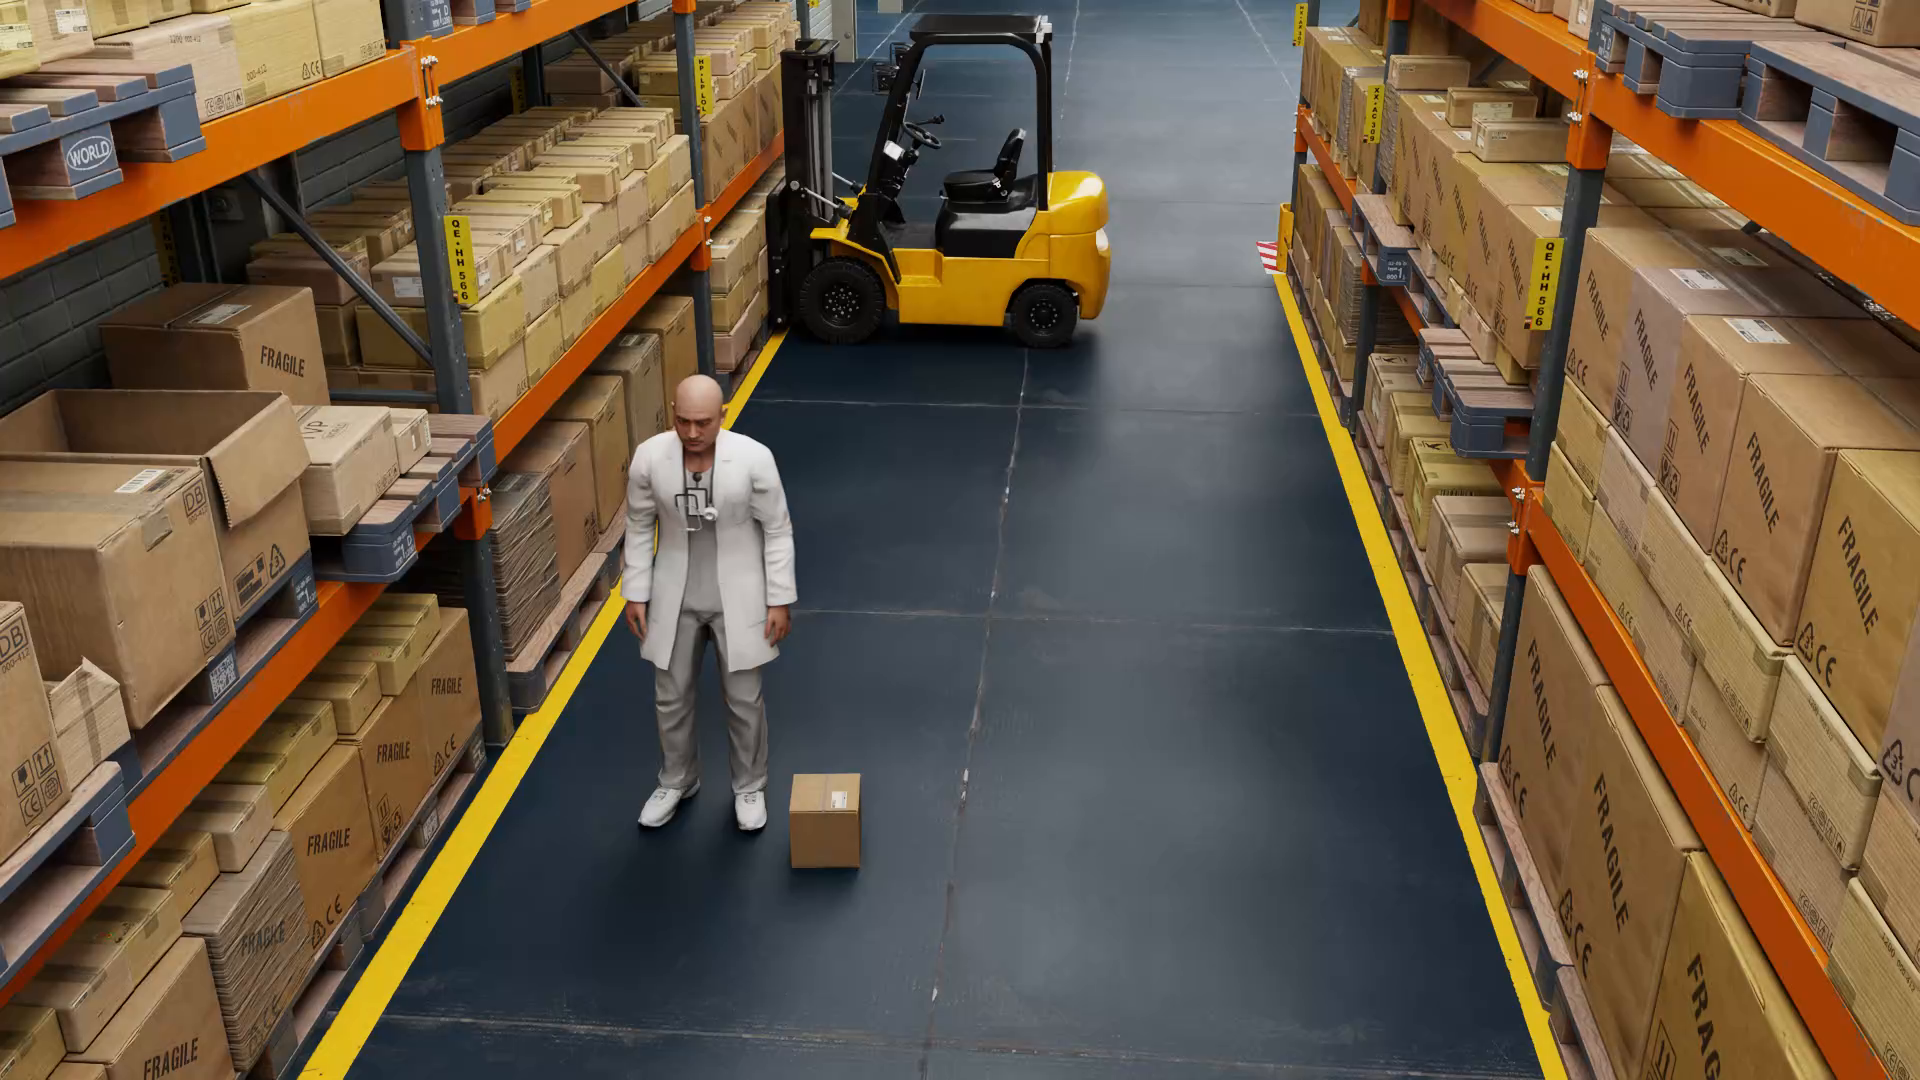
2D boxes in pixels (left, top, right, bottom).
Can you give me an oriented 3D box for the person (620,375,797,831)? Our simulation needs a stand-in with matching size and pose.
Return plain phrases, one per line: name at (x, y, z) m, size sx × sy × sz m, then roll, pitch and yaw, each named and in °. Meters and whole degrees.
person at (-0.926, 0.226, 6.119) m, size 0.644 × 1.774 × 0.415 m, roll 2°, pitch 24°, yaw 4°
